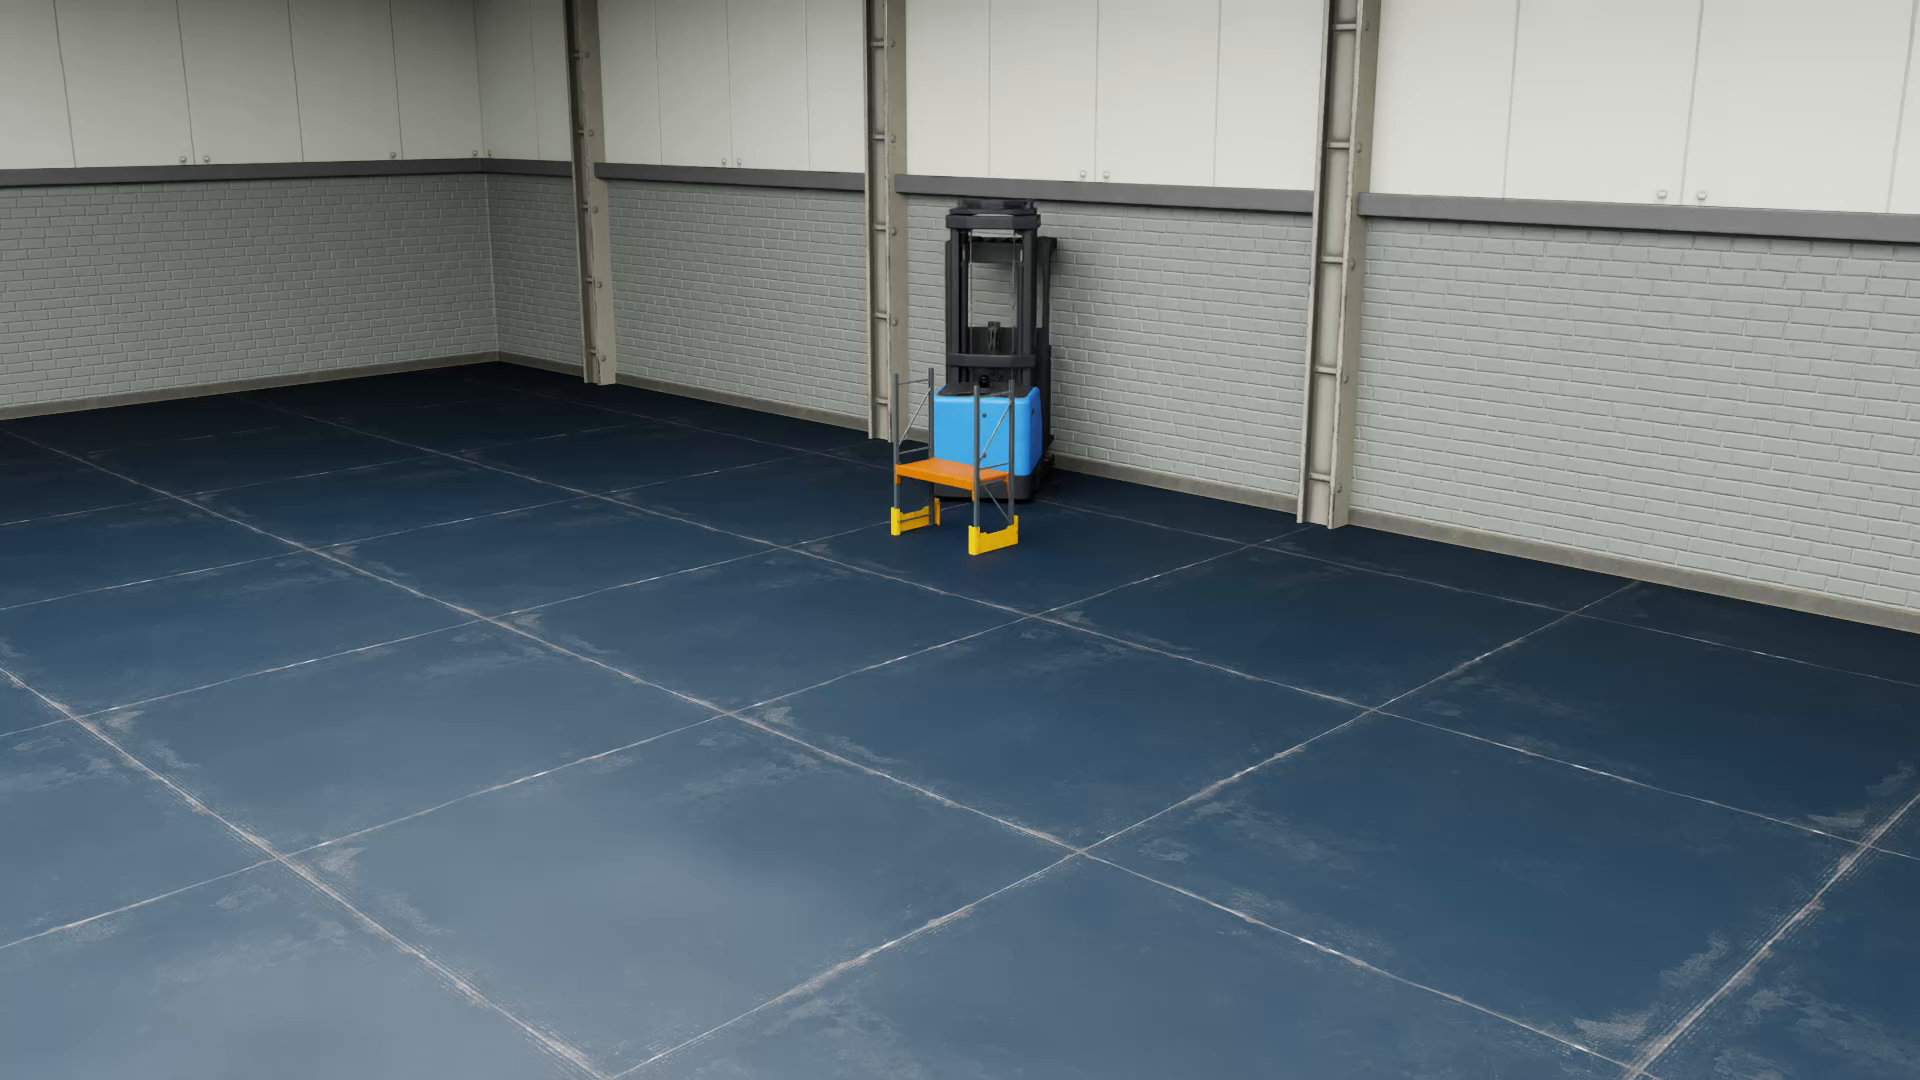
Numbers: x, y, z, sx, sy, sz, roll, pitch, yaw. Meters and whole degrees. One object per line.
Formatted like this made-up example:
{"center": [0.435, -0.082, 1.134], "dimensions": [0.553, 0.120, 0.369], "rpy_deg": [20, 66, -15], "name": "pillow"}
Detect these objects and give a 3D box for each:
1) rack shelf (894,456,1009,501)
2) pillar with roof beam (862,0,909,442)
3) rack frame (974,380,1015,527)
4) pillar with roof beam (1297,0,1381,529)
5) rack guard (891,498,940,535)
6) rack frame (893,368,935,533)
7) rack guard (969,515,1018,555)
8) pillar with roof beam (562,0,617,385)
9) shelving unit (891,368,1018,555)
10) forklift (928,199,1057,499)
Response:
{"center": [-0.061, -0.567, 15.164], "dimensions": [1.000, 0.185, 0.538], "rpy_deg": [14, 20, 42], "name": "rack shelf"}
{"center": [-3.840, -4.789, 15.782], "dimensions": [0.400, 9.000, 9.100], "rpy_deg": [14, 20, 42], "name": "pillar with roof beam"}
{"center": [0.305, -0.652, 14.777], "dimensions": [0.032, 1.500, 0.500], "rpy_deg": [14, 20, 42], "name": "rack frame"}
{"center": [0.479, -3.739, 11.752], "dimensions": [0.400, 9.000, 9.100], "rpy_deg": [14, 20, 42], "name": "pillar with roof beam"}
{"center": [-0.413, -0.221, 15.604], "dimensions": [0.087, 0.250, 0.587], "rpy_deg": [14, 20, 42], "name": "rack guard"}
{"center": [-0.427, -0.830, 15.460], "dimensions": [0.032, 1.500, 0.500], "rpy_deg": [14, 20, 42], "name": "rack frame"}
{"center": [0.304, -0.047, 14.935], "dimensions": [0.087, 0.250, 0.587], "rpy_deg": [14, 20, 42], "name": "rack guard"}
{"center": [-8.159, -5.839, 19.812], "dimensions": [0.400, 9.000, 9.100], "rpy_deg": [14, 20, 42], "name": "pillar with roof beam"}
{"center": [-0.055, -0.739, 15.112], "dimensions": [1.083, 1.500, 0.587], "rpy_deg": [14, 20, 42], "name": "shelving unit"}
{"center": [0.431, -2.145, 17.669], "dimensions": [1.130, 2.935, 3.031], "rpy_deg": [2, 15, 9], "name": "forklift"}
